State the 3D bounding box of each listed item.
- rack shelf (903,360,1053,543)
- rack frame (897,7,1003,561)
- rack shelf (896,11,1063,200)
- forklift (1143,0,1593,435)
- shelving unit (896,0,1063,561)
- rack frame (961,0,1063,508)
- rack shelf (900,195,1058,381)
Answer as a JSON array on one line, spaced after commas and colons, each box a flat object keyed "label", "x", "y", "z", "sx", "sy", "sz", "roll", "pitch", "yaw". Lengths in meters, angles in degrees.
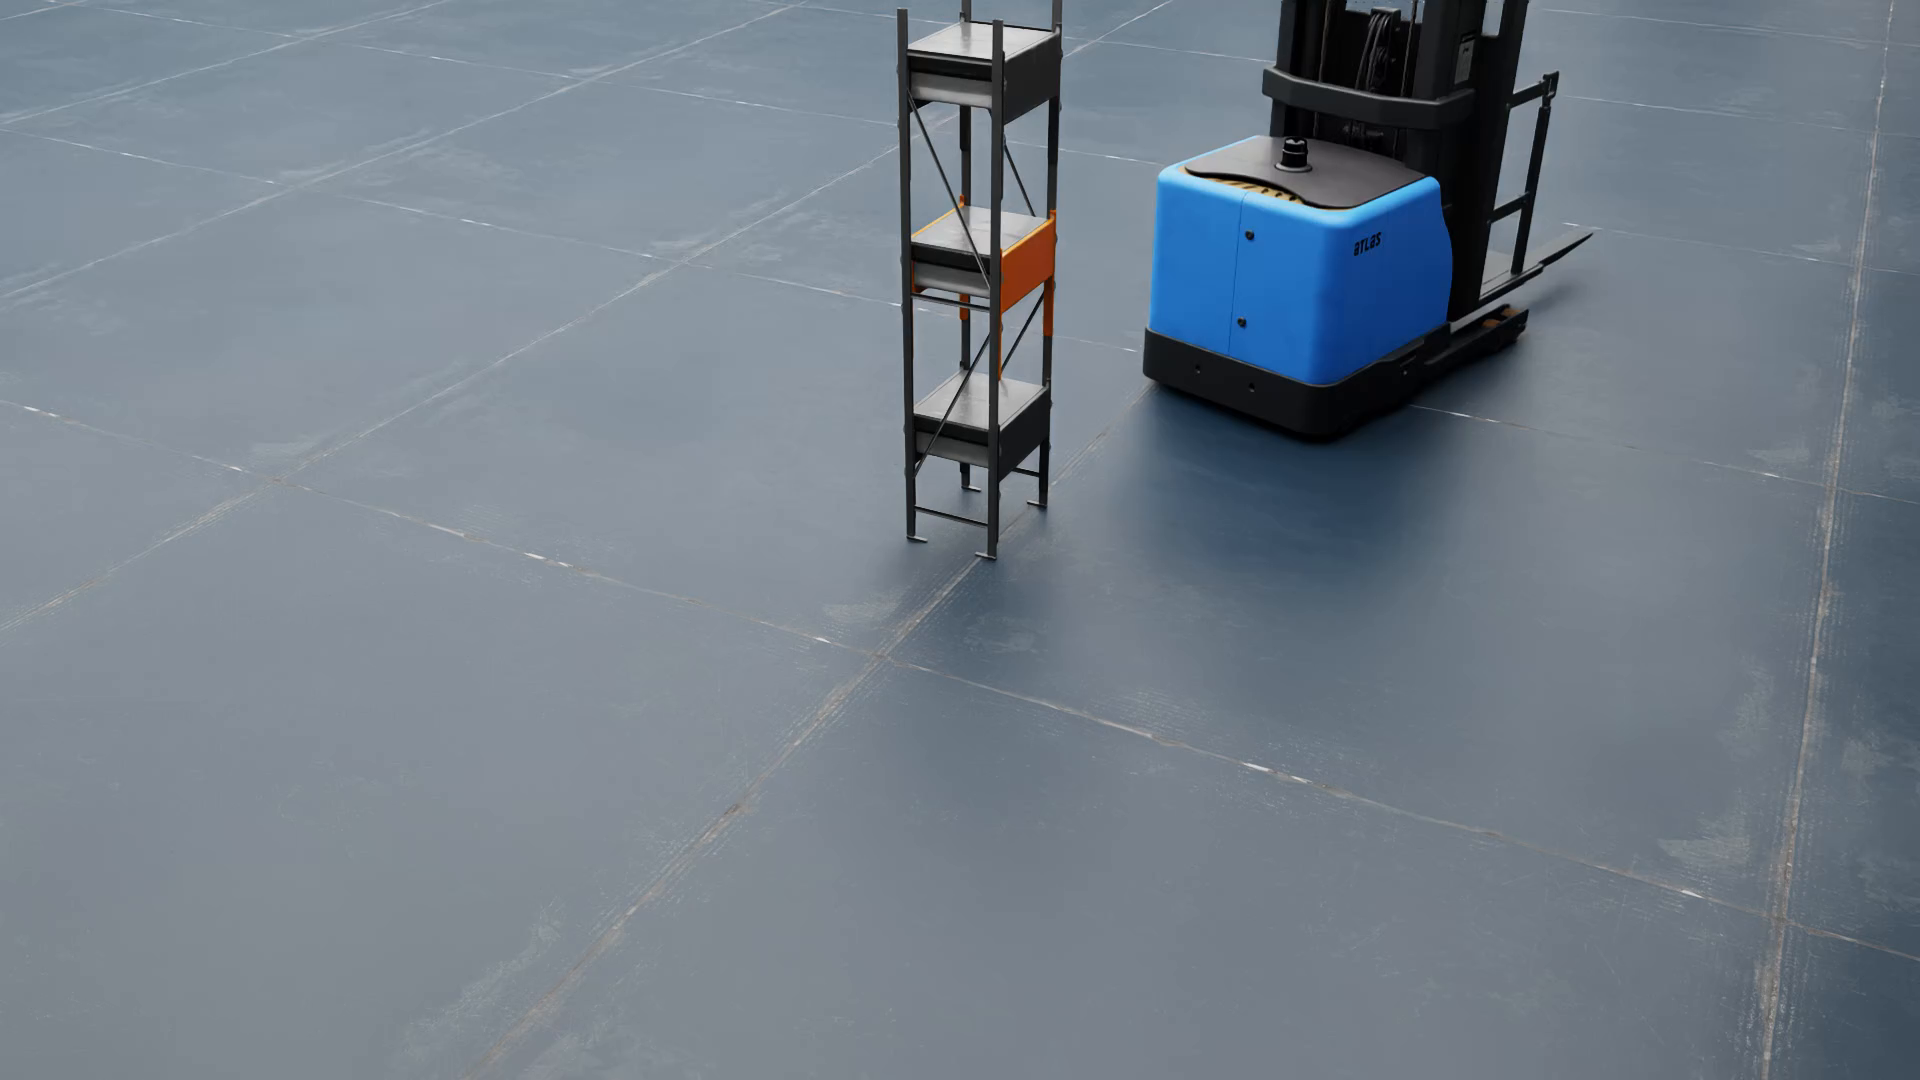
[{"label": "rack shelf", "x": 0.075, "y": -0.365, "z": 6.710, "sx": 0.431, "sy": 0.518, "sz": 0.480, "roll": 14, "pitch": 33, "yaw": 23}, {"label": "rack frame", "x": -0.036, "y": -0.876, "z": 6.167, "sx": 0.400, "sy": 2.100, "sz": 0.015, "roll": 14, "pitch": 33, "yaw": 23}, {"label": "rack shelf", "x": 0.075, "y": -1.579, "z": 6.013, "sx": 0.431, "sy": 0.518, "sz": 0.480, "roll": 14, "pitch": 33, "yaw": 23}, {"label": "forklift", "x": 2.261, "y": -2.379, "z": 7.949, "sx": 1.130, "sy": 2.935, "sz": 3.031, "roll": 25, "pitch": 38, "yaw": 37}, {"label": "shelving unit", "x": 0.075, "y": -0.984, "z": 6.355, "sx": 0.431, "sy": 2.100, "sz": 0.503, "roll": 14, "pitch": 33, "yaw": 23}, {"label": "rack frame", "x": 0.187, "y": -1.092, "z": 6.543, "sx": 0.400, "sy": 2.100, "sz": 0.015, "roll": 14, "pitch": 33, "yaw": 23}, {"label": "rack shelf", "x": 0.075, "y": -0.972, "z": 6.362, "sx": 0.431, "sy": 0.518, "sz": 0.480, "roll": 14, "pitch": 33, "yaw": 23}]
